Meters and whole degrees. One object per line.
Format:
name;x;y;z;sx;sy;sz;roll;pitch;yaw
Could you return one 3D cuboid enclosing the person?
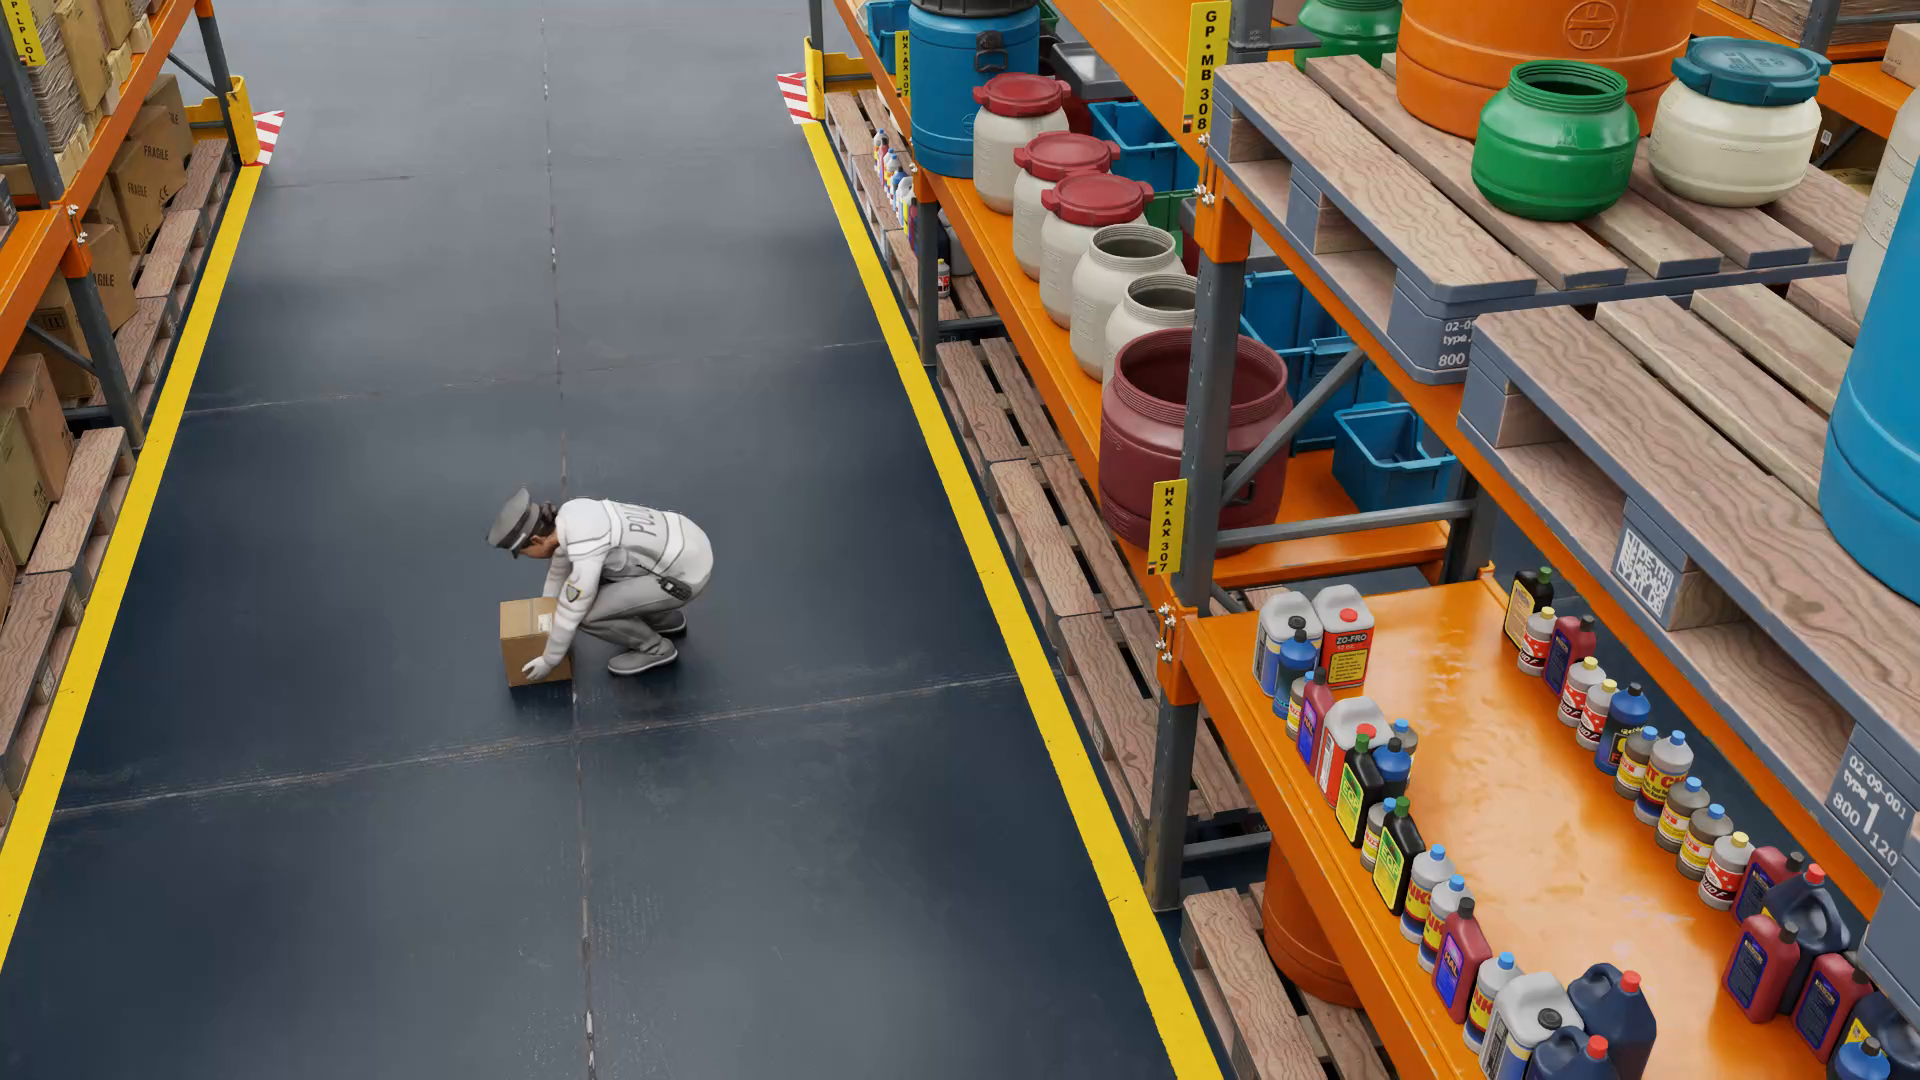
person;-1.309;-0.237;6.466;0.563;1.686;0.459;-7;35;-10
